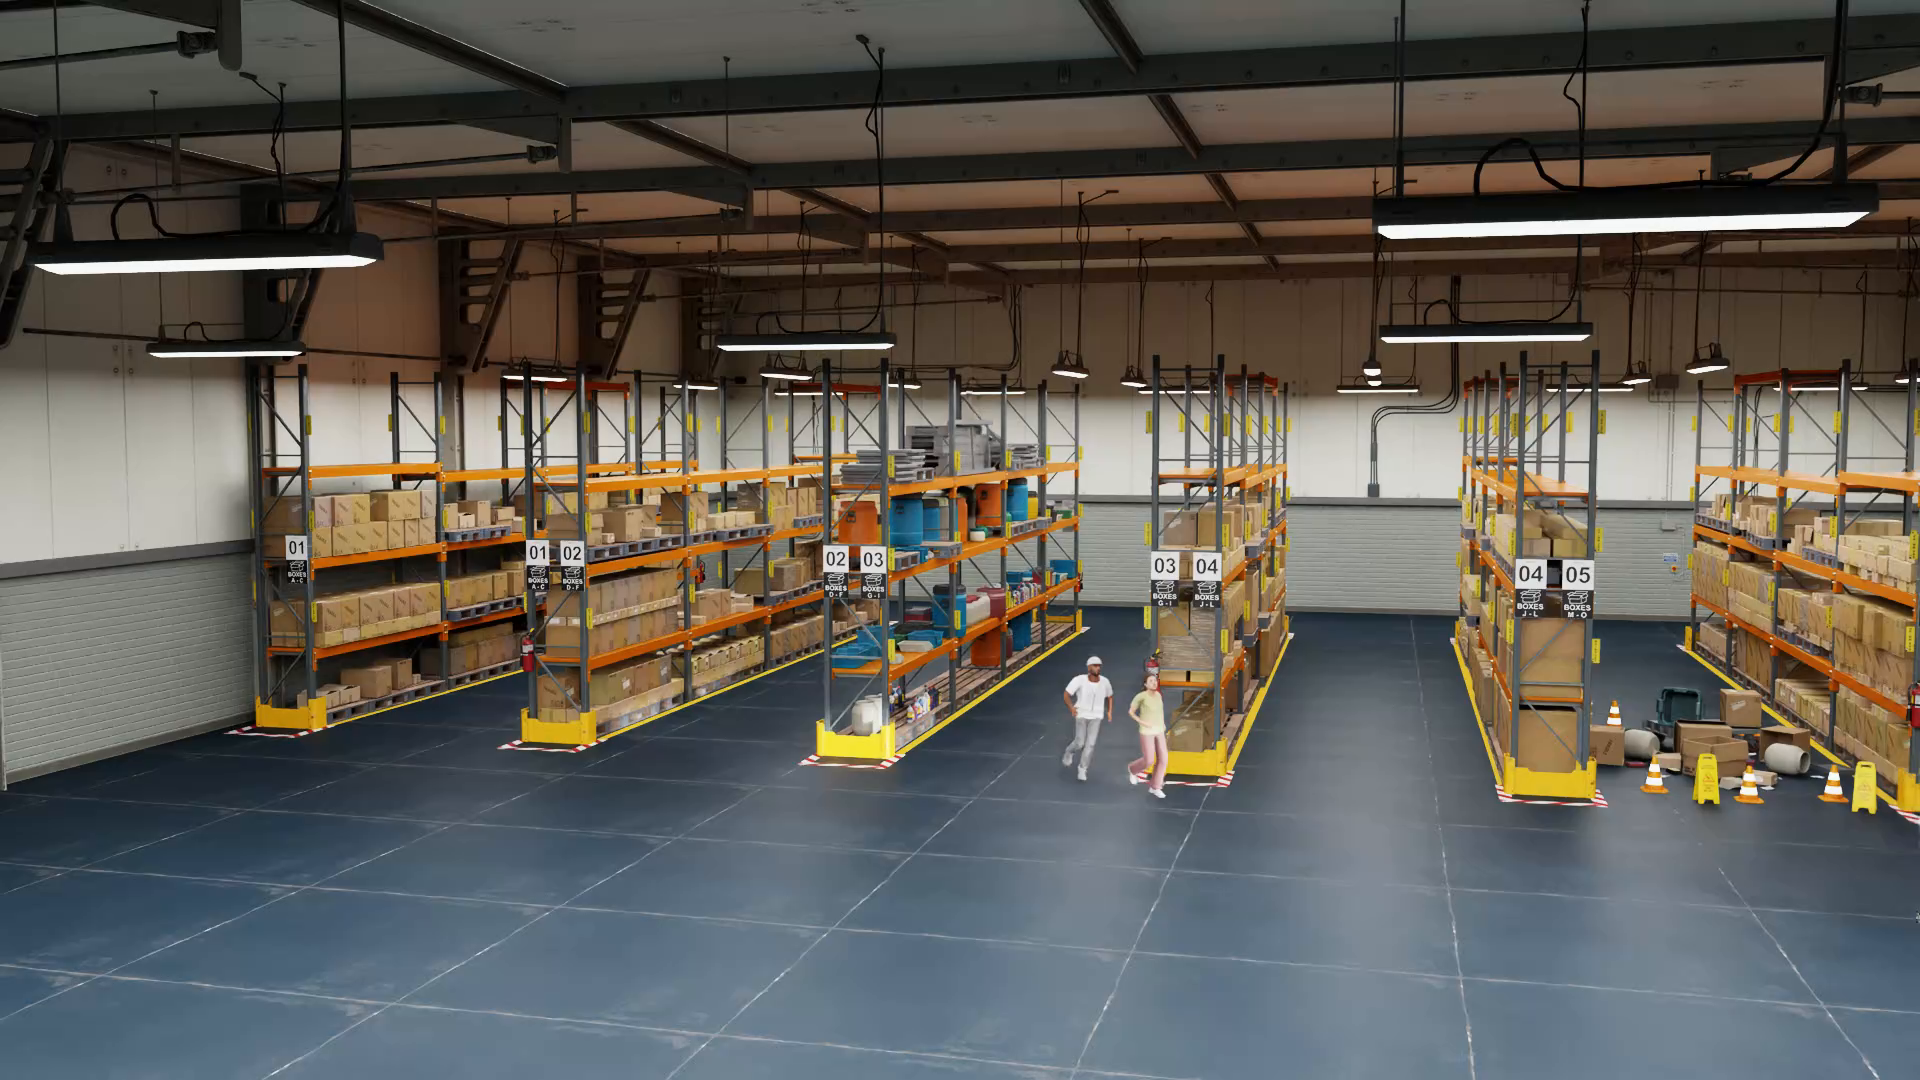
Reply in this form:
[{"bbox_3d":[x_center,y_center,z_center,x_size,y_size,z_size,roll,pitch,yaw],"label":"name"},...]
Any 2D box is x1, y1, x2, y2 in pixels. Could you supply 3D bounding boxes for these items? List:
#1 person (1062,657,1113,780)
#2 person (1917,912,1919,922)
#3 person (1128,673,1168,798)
[{"bbox_3d":[1.853,2.516,23.689,0.749,1.710,0.782,-1,4,-12],"label":"person"},{"bbox_3d":[9.681,3.056,16.146,0.594,1.714,0.752,-2,4,-26],"label":"person"},{"bbox_3d":[2.564,2.637,22.612,0.591,1.644,0.706,-2,5,-30],"label":"person"}]
